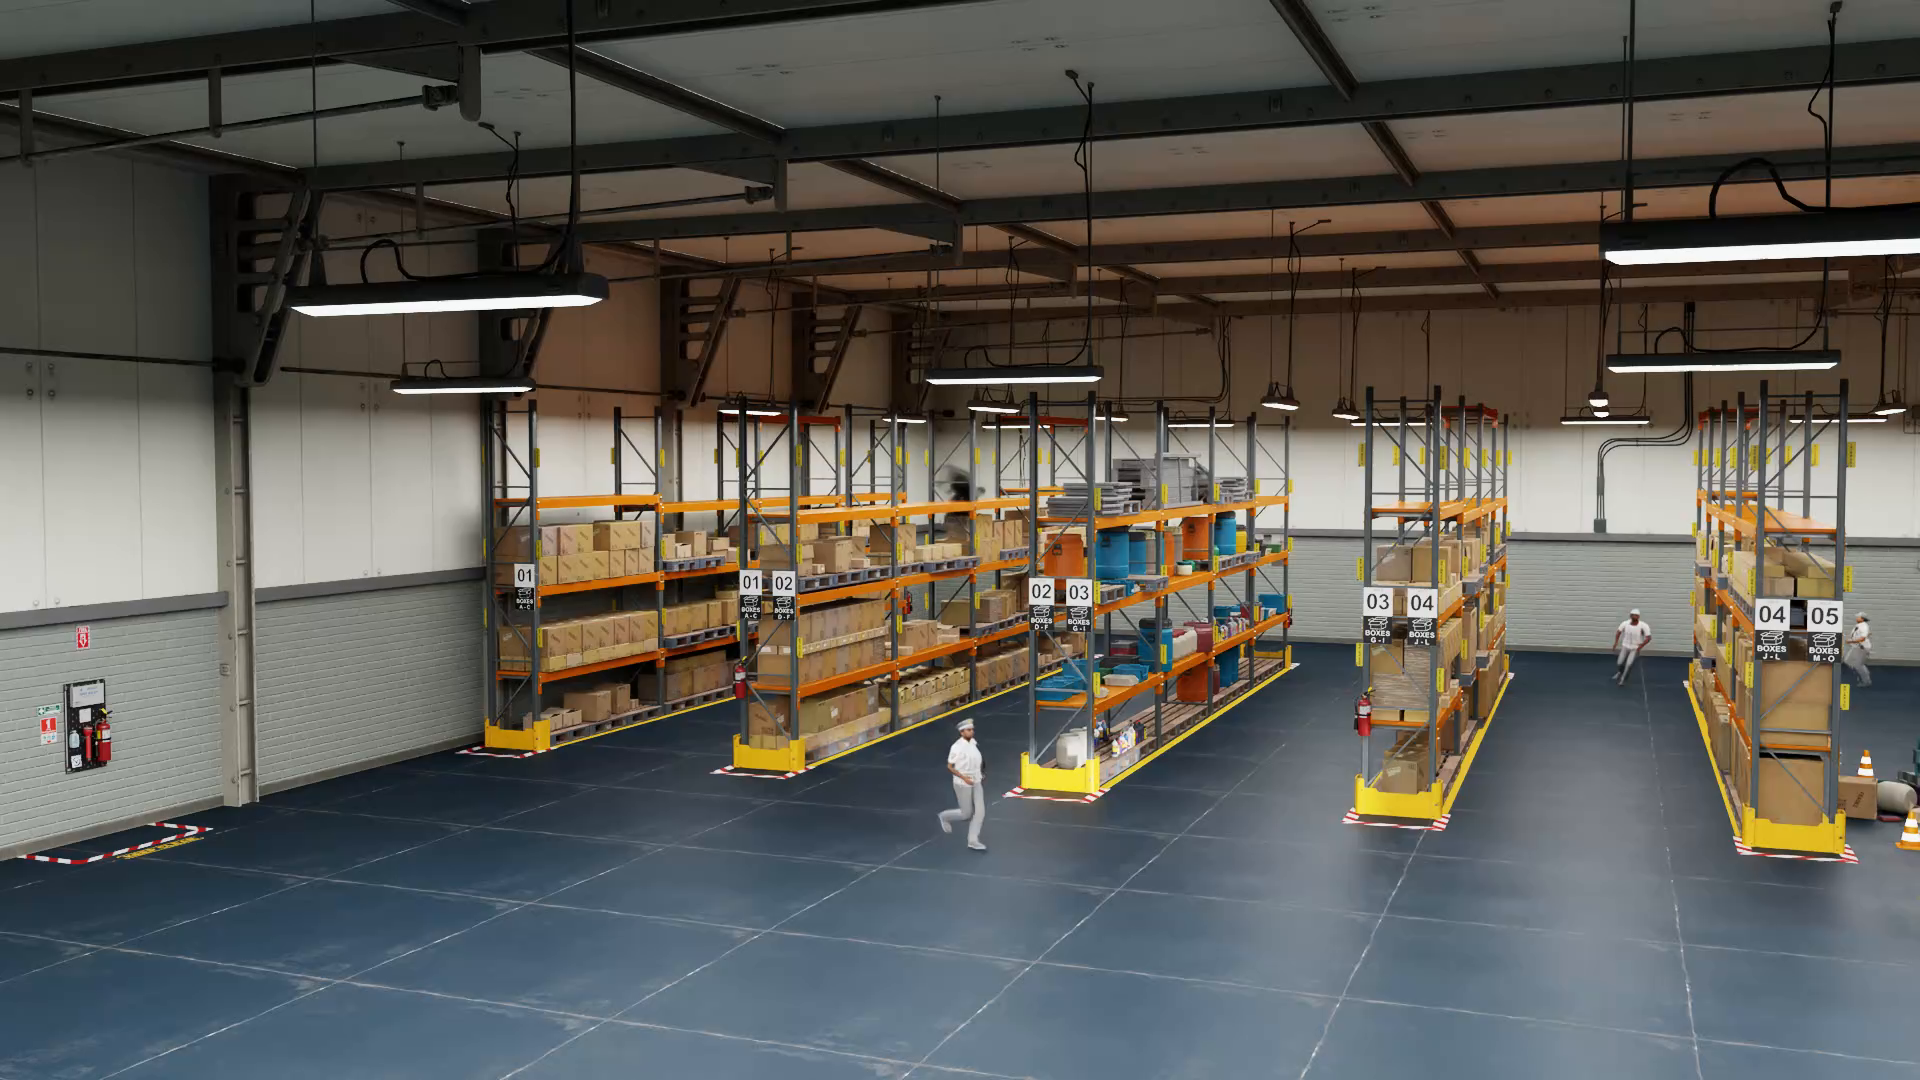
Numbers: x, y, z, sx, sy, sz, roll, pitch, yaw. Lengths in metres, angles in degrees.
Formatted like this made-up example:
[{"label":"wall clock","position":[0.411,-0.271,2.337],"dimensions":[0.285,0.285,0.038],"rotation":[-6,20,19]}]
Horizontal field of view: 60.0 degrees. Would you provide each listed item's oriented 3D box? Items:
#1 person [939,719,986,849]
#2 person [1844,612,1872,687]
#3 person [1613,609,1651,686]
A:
[{"label":"person","position":[0.077,3.115,21.396],"dimensions":[0.737,1.664,0.577],"rotation":[3,4,43]},{"label":"person","position":[19.714,2.389,36.499],"dimensions":[0.574,1.632,0.595],"rotation":[1,3,18]},{"label":"person","position":[14.774,2.353,36.590],"dimensions":[0.817,1.698,0.563],"rotation":[2,3,34]}]
